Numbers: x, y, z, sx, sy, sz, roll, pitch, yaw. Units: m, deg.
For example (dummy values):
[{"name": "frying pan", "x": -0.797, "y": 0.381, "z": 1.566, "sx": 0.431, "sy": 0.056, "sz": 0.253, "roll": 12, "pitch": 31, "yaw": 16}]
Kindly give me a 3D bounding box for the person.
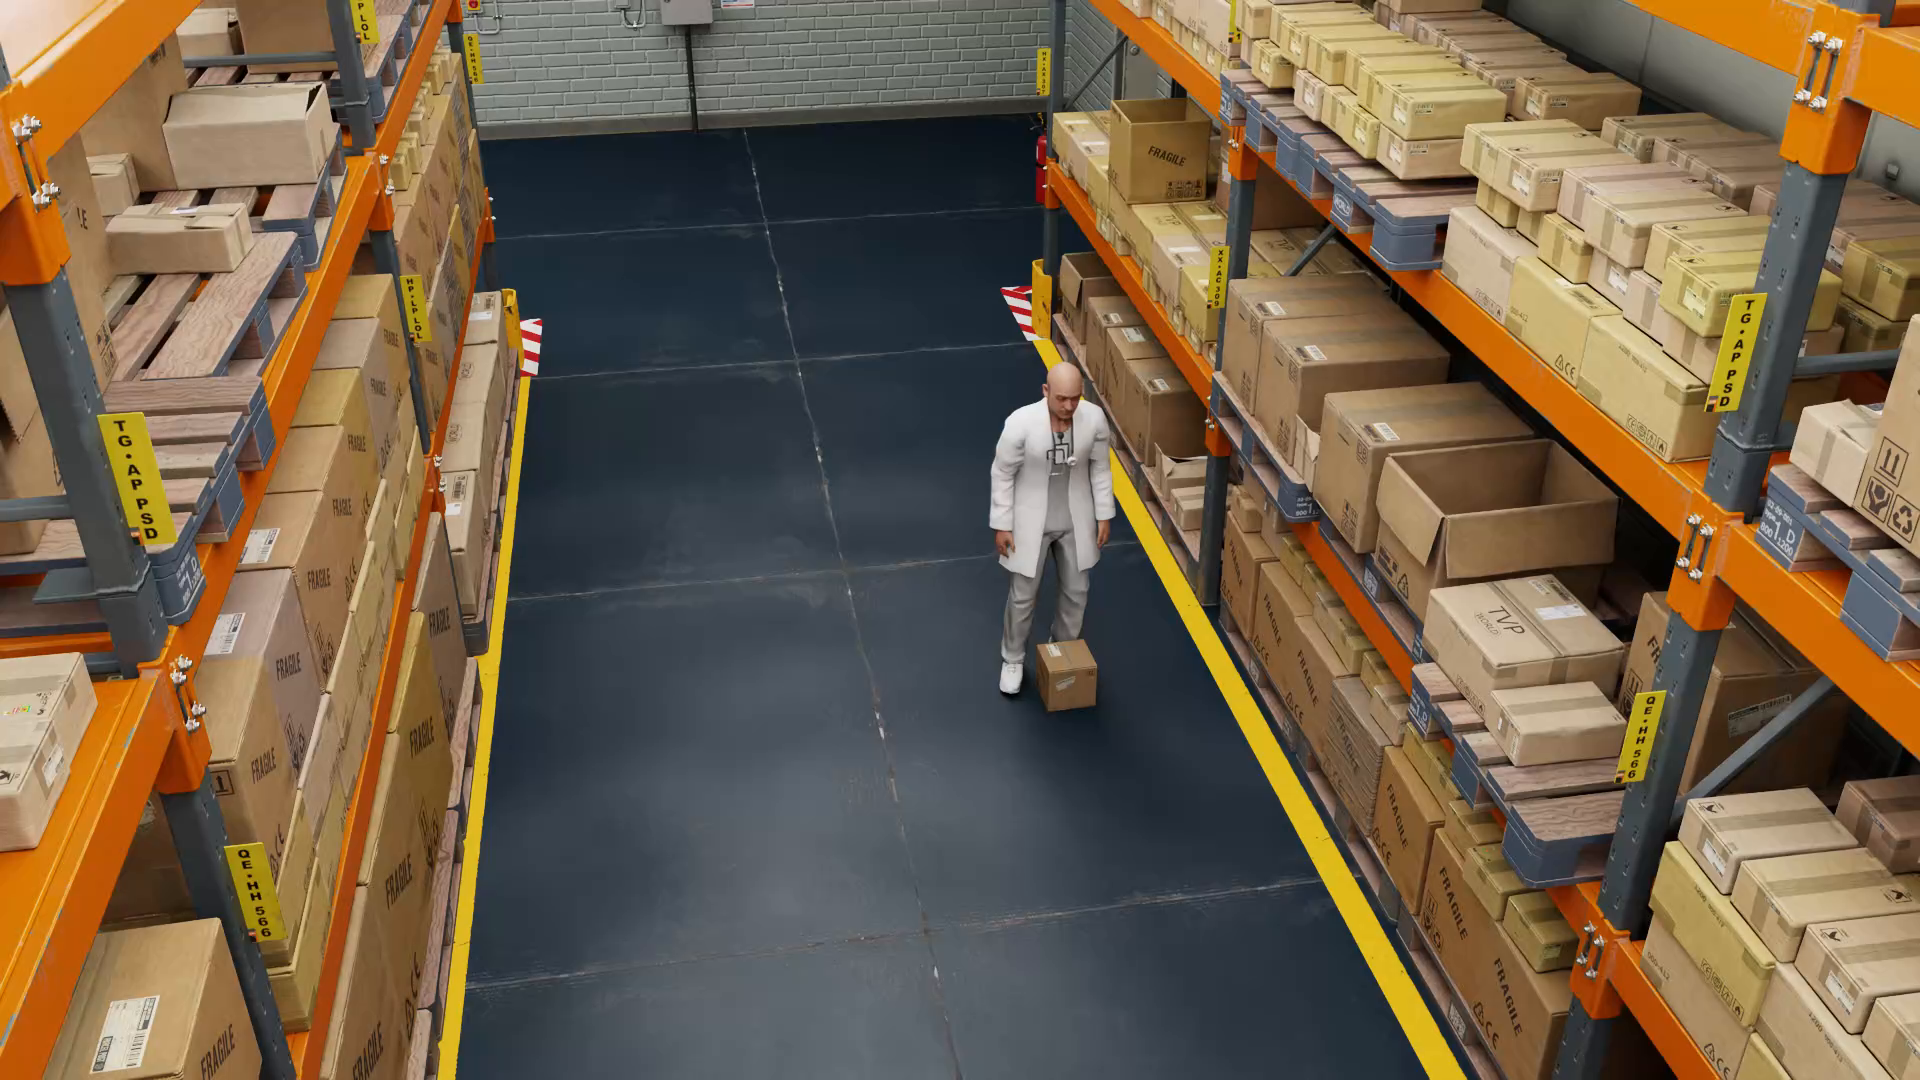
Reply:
[{"name": "person", "x": 0.462, "y": -0.032, "z": 8.329, "sx": 0.648, "sy": 1.654, "sz": 0.421, "roll": -6, "pitch": 31, "yaw": -10}]
